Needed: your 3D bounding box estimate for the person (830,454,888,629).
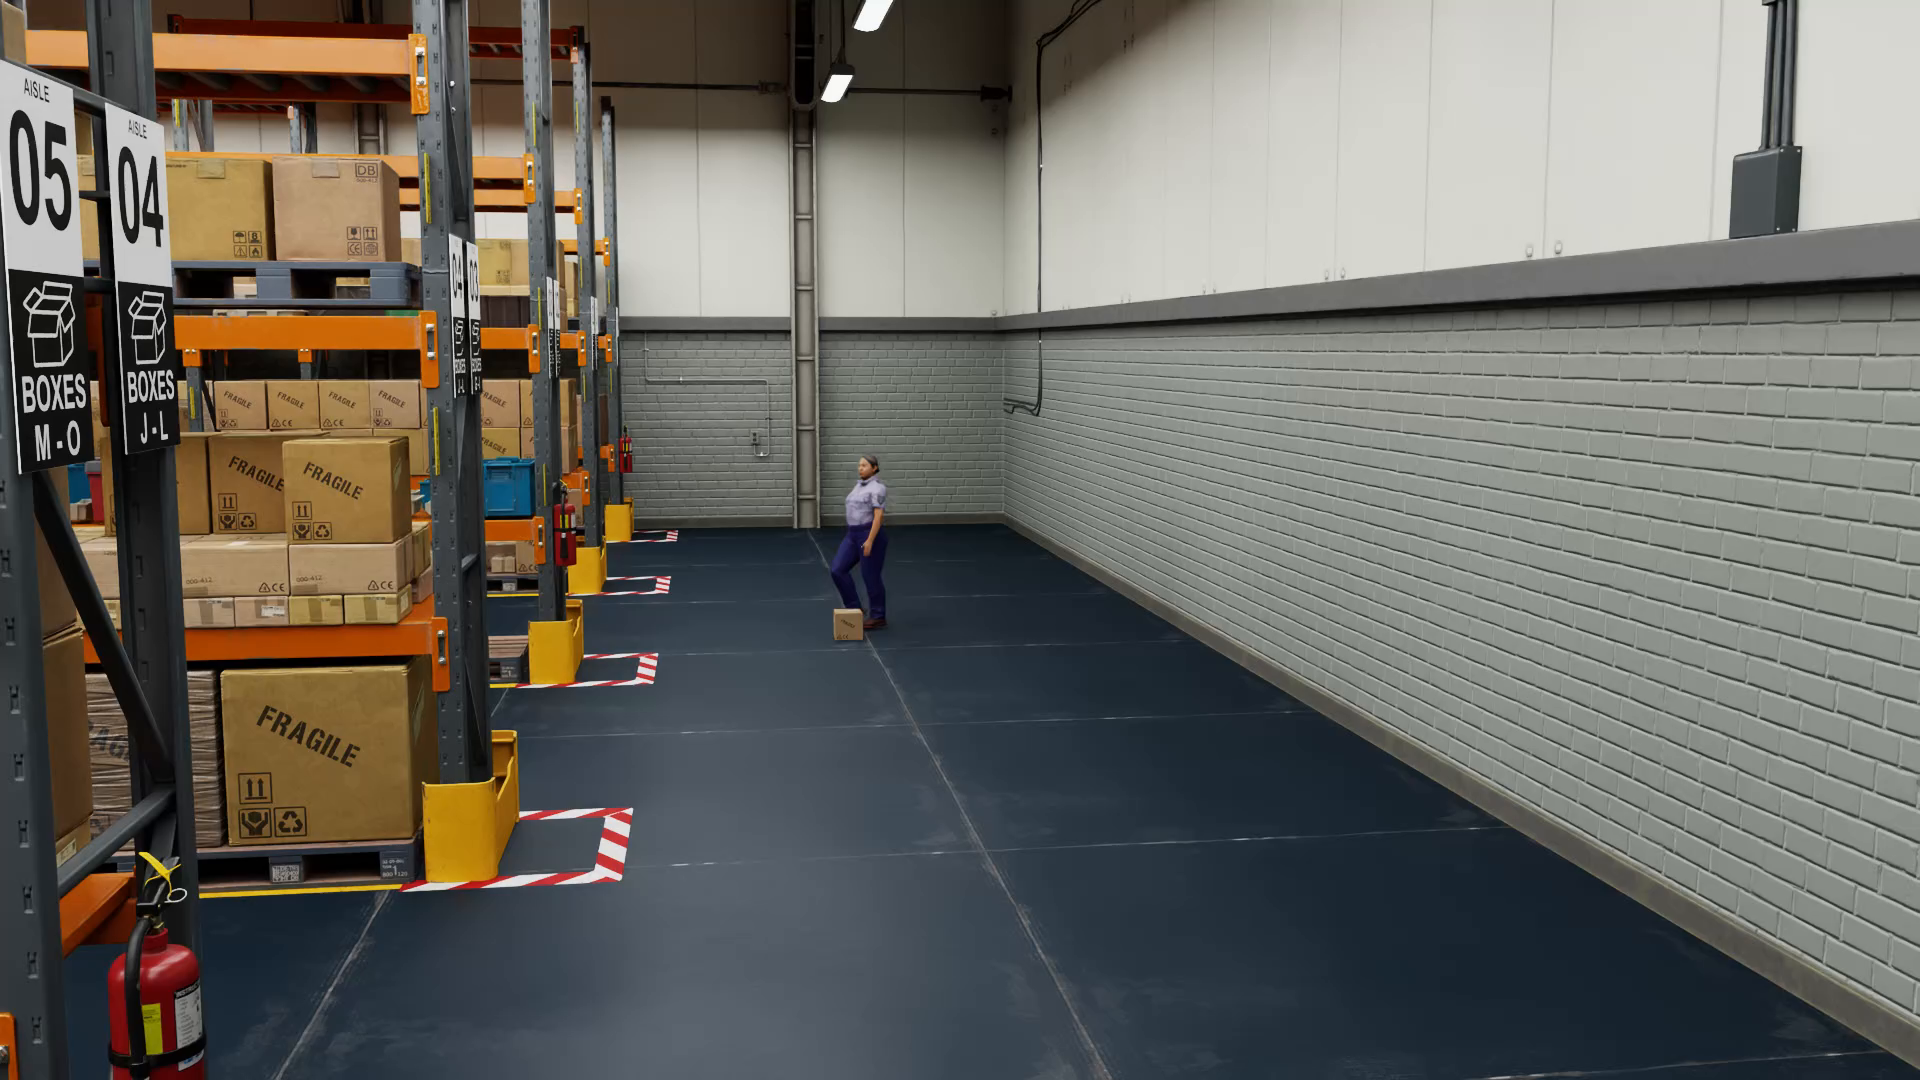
[{"bbox_3d":[-0.936,0.026,15.660,0.457,1.673,0.523,-5,8,-35],"label":"person"}]
